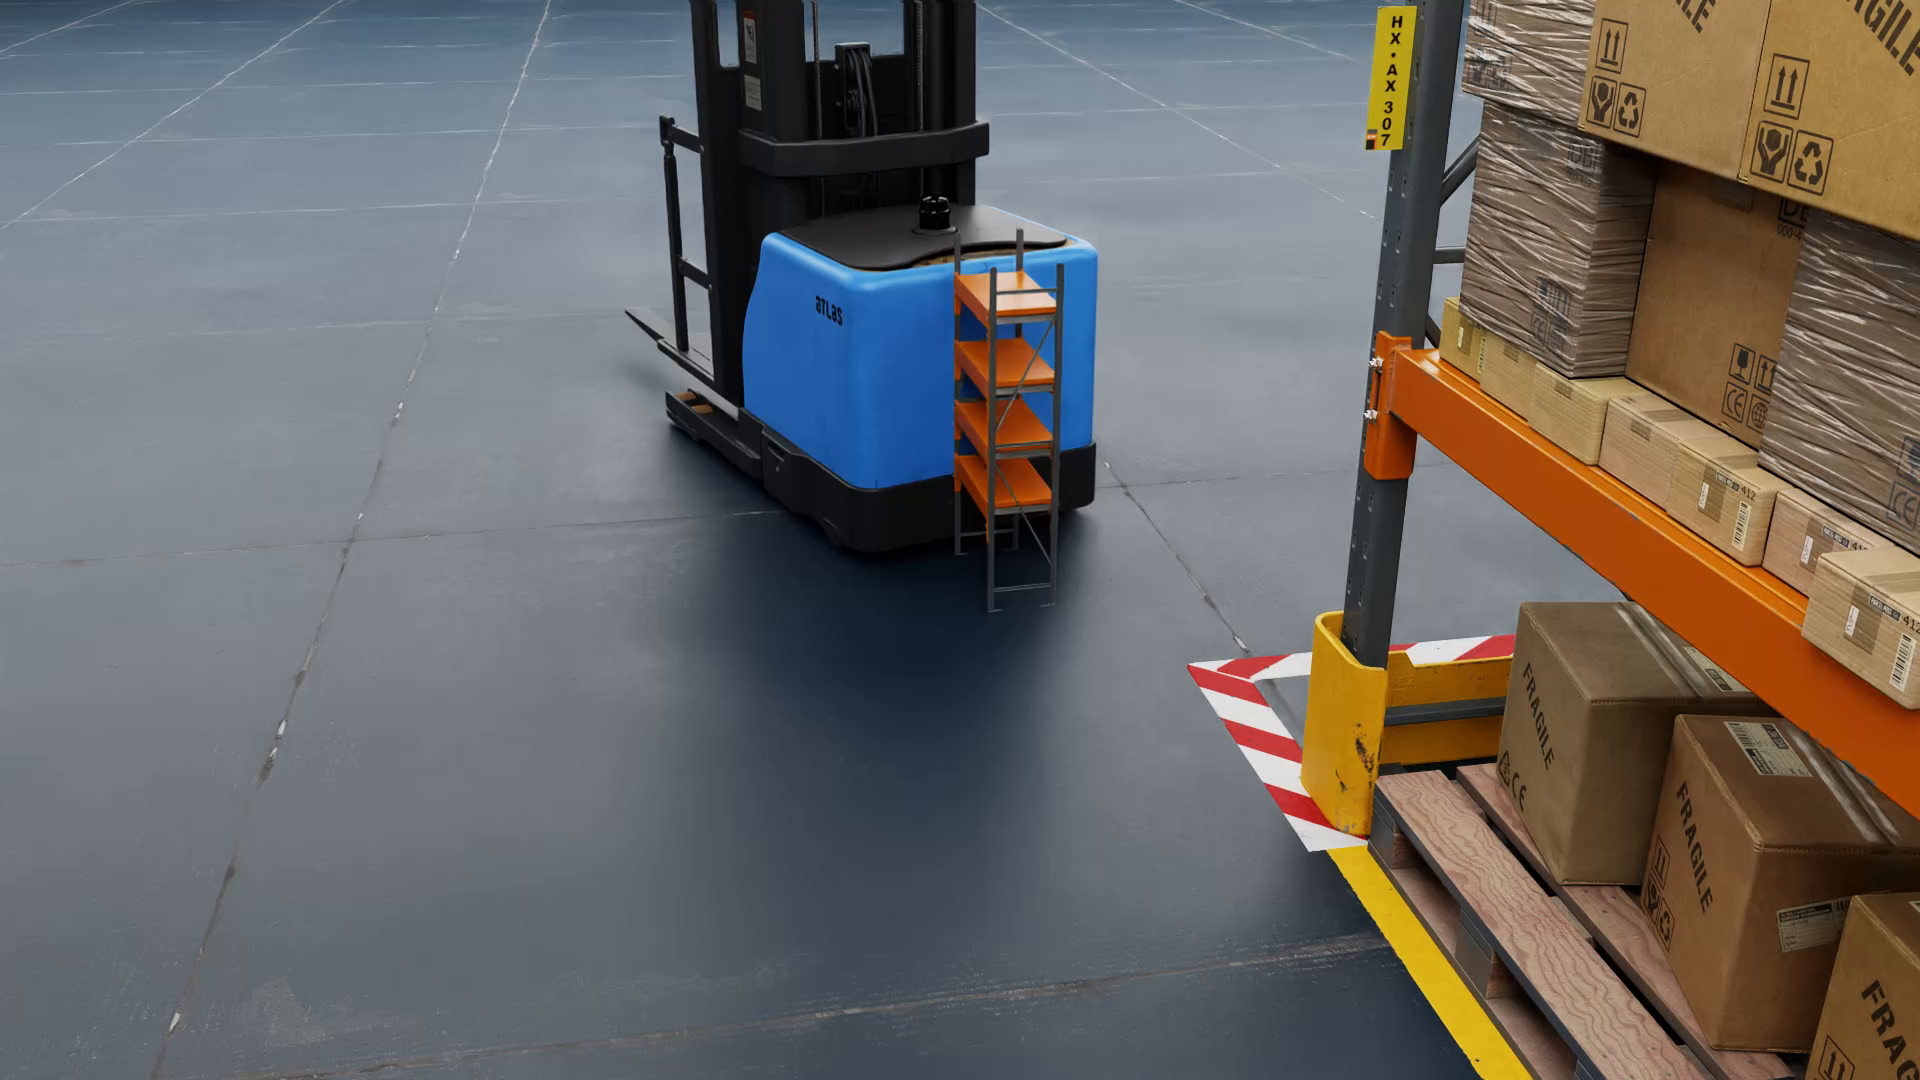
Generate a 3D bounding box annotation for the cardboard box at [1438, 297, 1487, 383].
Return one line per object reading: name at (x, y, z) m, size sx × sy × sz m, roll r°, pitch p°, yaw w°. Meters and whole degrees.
cardboard box at (1.361, -0.476, 3.905) m, size 0.380 × 0.149 × 0.250 m, roll -4°, pitch 24°, yaw -10°

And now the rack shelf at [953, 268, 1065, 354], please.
rack shelf at (0.155, -0.767, 5.525) m, size 0.258 × 0.148 × 0.480 m, roll -5°, pitch 24°, yaw -12°

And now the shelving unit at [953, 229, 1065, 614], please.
shelving unit at (0.155, -0.407, 5.683) m, size 0.258 × 1.200 × 0.503 m, roll -5°, pitch 24°, yaw -12°

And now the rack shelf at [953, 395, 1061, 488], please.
rack shelf at (0.155, -0.345, 5.709) m, size 0.258 × 0.148 × 0.480 m, roll -5°, pitch 24°, yaw -12°

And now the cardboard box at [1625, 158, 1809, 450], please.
cardboard box at (1.827, -0.496, 3.142) m, size 0.875 × 0.500 × 0.500 m, roll -4°, pitch 24°, yaw -10°

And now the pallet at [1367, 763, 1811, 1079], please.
pallet at (1.672, 0.909, 3.904) m, size 1.003 × 0.211 × 1.213 m, roll -4°, pitch 24°, yaw -10°

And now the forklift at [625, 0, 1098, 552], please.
forklift at (-0.646, -1.847, 6.817) m, size 1.130 × 2.935 × 3.031 m, roll -13°, pitch 27°, yaw -27°

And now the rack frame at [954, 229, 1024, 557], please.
rack frame at (0.099, -0.502, 5.900) m, size 0.240 × 1.200 × 0.015 m, roll -5°, pitch 24°, yaw -12°

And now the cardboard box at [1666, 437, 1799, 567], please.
cardboard box at (1.526, -0.081, 3.001) m, size 0.380 × 0.149 × 0.250 m, roll -4°, pitch 24°, yaw -10°

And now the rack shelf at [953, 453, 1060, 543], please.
rack shelf at (0.155, -0.163, 5.789) m, size 0.258 × 0.148 × 0.480 m, roll -5°, pitch 24°, yaw -12°

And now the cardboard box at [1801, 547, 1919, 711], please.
cardboard box at (1.543, 0.122, 2.538) m, size 0.380 × 0.149 × 0.250 m, roll -4°, pitch 24°, yaw -10°

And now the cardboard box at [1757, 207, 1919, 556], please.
cardboard box at (1.878, -0.297, 2.685) m, size 0.875 × 0.500 × 0.500 m, roll -4°, pitch 24°, yaw -10°

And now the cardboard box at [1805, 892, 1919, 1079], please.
cardboard box at (1.883, 0.960, 2.903) m, size 0.500 × 0.500 × 0.500 m, roll -2°, pitch 24°, yaw -5°

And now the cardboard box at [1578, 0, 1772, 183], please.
cardboard box at (1.462, -0.927, 2.879) m, size 0.500 × 0.500 × 0.500 m, roll -4°, pitch 24°, yaw -10°

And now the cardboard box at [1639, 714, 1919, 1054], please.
cardboard box at (1.786, 0.712, 3.470) m, size 0.500 × 0.500 × 0.500 m, roll 2°, pitch 24°, yaw 4°

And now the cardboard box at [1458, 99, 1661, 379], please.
cardboard box at (1.617, -0.684, 3.572) m, size 0.875 × 0.500 × 0.500 m, roll -4°, pitch 24°, yaw -10°

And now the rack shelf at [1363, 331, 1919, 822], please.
rack shelf at (1.912, 0.396, 2.495) m, size 1.077 × 0.370 × 4.000 m, roll -4°, pitch 24°, yaw -10°

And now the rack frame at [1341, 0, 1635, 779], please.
rack frame at (1.542, -0.720, 4.152) m, size 1.000 × 3.000 × 0.127 m, roll -4°, pitch 24°, yaw -10°

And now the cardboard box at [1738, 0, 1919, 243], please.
cardboard box at (1.556, -0.731, 2.429) m, size 0.500 × 0.500 × 0.500 m, roll -4°, pitch 24°, yaw -10°

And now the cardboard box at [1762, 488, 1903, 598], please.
cardboard box at (1.599, 0.016, 2.780) m, size 0.380 × 0.149 × 0.250 m, roll -4°, pitch 24°, yaw -10°

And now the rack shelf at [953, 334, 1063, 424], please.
rack shelf at (0.155, -0.550, 5.620) m, size 0.258 × 0.148 × 0.480 m, roll -5°, pitch 24°, yaw -12°

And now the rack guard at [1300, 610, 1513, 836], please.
rack guard at (1.556, 0.455, 4.584) m, size 1.175 × 0.500 × 0.348 m, roll -4°, pitch 24°, yaw -10°

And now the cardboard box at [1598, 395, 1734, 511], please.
cardboard box at (1.486, -0.180, 3.227) m, size 0.380 × 0.149 × 0.250 m, roll -4°, pitch 24°, yaw -10°

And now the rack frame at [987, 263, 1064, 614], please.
rack frame at (0.211, -0.312, 5.465) m, size 0.240 × 1.200 × 0.015 m, roll -5°, pitch 24°, yaw -12°

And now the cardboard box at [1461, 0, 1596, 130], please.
cardboard box at (1.376, -1.124, 3.331) m, size 0.500 × 0.500 × 0.500 m, roll -4°, pitch 24°, yaw -10°

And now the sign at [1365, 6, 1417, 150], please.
sign at (1.009, -1.077, 3.886) m, size 0.100 × 0.325 × 0.005 m, roll -4°, pitch 24°, yaw -10°

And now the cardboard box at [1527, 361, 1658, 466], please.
cardboard box at (1.420, -0.276, 3.449) m, size 0.380 × 0.149 × 0.250 m, roll -4°, pitch 24°, yaw -10°

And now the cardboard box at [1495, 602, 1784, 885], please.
cardboard box at (1.641, 0.479, 4.003) m, size 0.500 × 0.500 × 0.500 m, roll 0°, pitch 24°, yaw 0°

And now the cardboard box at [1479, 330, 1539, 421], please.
cardboard box at (1.388, -0.376, 3.677) m, size 0.380 × 0.149 × 0.250 m, roll -4°, pitch 24°, yaw -10°
